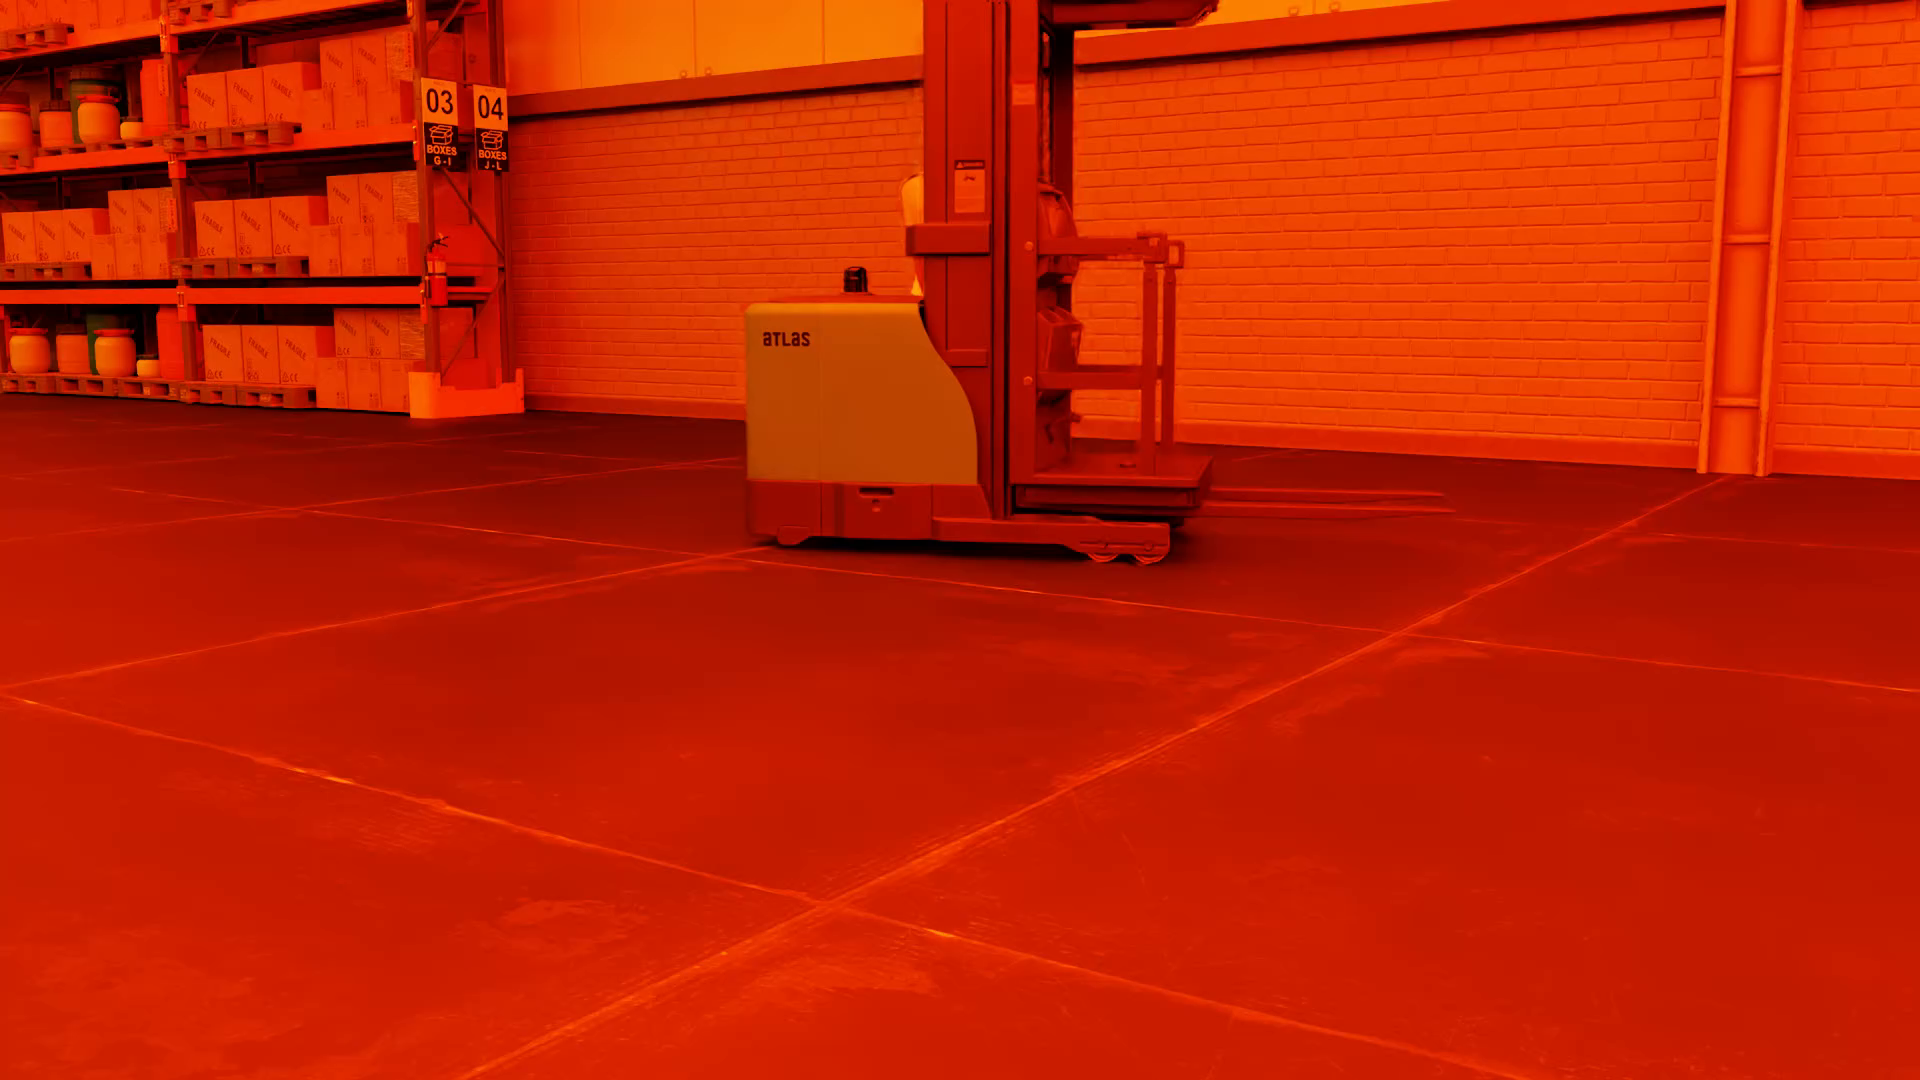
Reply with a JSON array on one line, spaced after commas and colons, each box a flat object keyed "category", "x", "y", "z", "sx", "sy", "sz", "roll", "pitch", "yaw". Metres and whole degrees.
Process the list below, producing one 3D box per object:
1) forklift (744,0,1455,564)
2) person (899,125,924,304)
[{"category": "forklift", "x": 0.619, "y": -1.434, "z": 7.280, "sx": 3.031, "sy": 2.935, "sz": 1.130, "roll": 2, "pitch": 8, "yaw": 12}, {"category": "person", "x": 0.001, "y": -1.041, "z": 7.468, "sx": 0.405, "sy": 1.780, "sz": 0.542, "roll": 5, "pitch": 10, "yaw": 34}]
